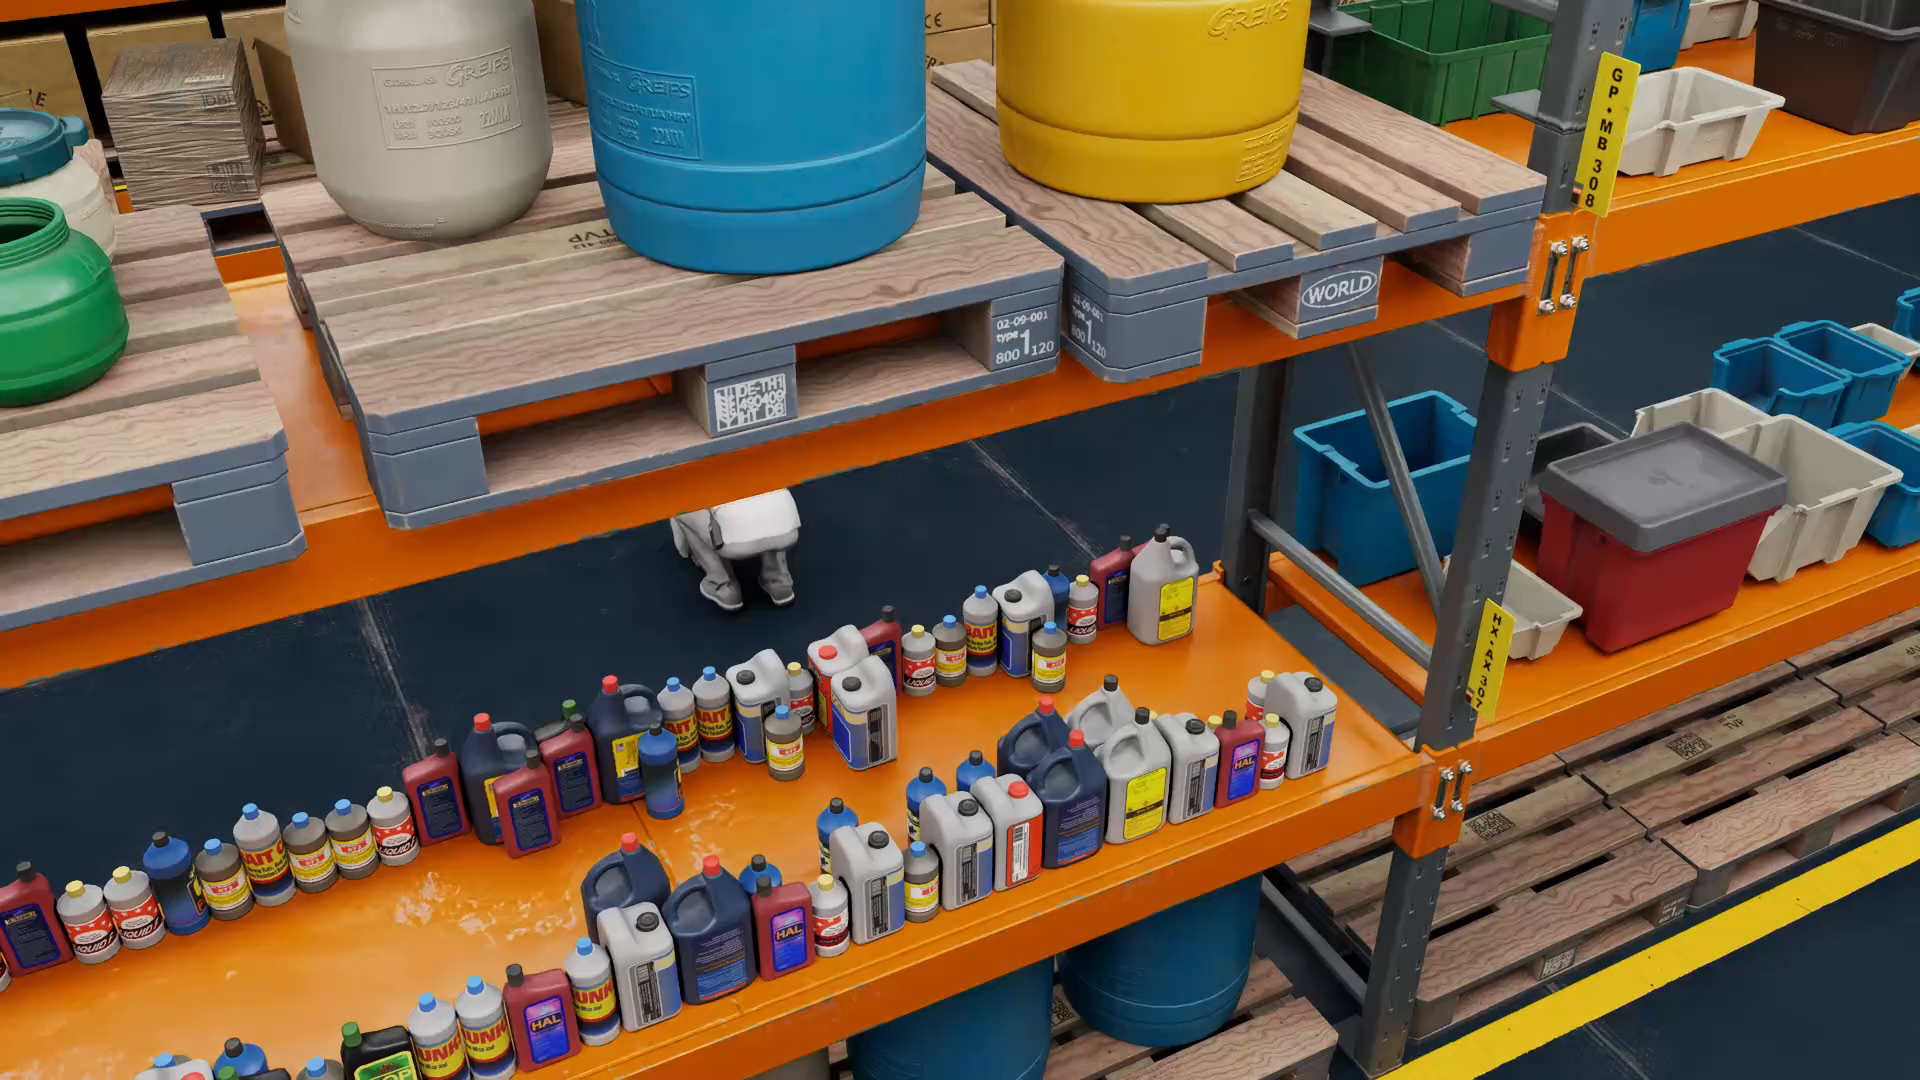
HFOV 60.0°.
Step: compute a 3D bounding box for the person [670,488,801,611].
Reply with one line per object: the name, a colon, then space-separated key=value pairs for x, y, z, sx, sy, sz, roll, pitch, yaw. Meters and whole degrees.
person: x=-1.006 y=-0.135 z=7.195 sx=0.457 sy=0.814 sz=0.900 roll=-17 pitch=37 yaw=-24
